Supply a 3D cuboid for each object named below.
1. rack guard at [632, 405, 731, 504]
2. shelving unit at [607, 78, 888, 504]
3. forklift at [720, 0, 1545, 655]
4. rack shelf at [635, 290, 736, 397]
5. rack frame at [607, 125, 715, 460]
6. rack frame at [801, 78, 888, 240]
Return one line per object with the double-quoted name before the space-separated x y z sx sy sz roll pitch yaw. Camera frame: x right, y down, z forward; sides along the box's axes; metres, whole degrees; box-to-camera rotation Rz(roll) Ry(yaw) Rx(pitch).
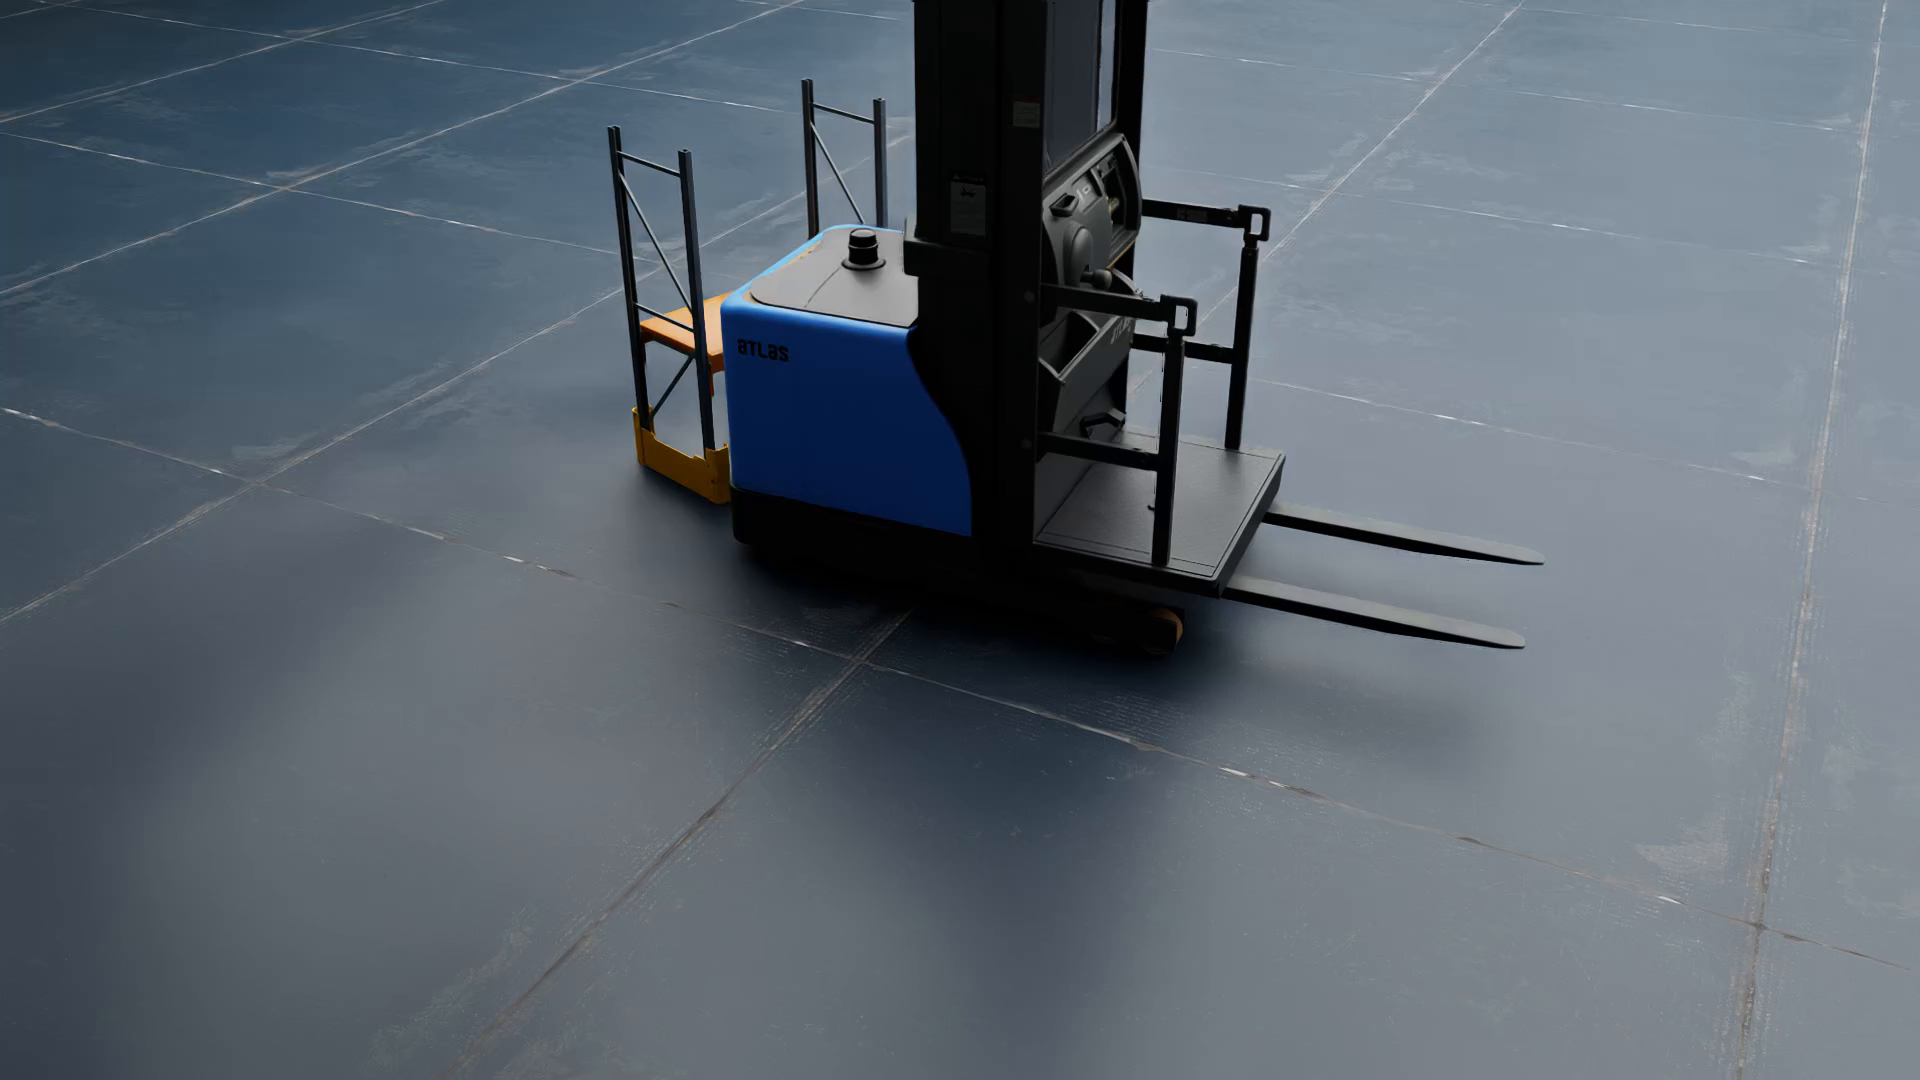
"rack guard" -1.196 -0.373 7.148 0.587 0.250 0.087 26 39 37
"shelving unit" -0.849 -1.092 7.146 0.587 1.500 1.083 26 39 37
"forklift" 0.657 -1.157 5.822 3.031 2.935 1.130 12 32 20
"rack shelf" -0.855 -0.933 7.230 0.538 0.185 1.000 26 39 37
"rack frame" -1.210 -0.908 6.825 0.500 1.500 0.032 26 39 37
"rack frame" -0.501 -1.271 7.456 0.500 1.500 0.032 26 39 37
